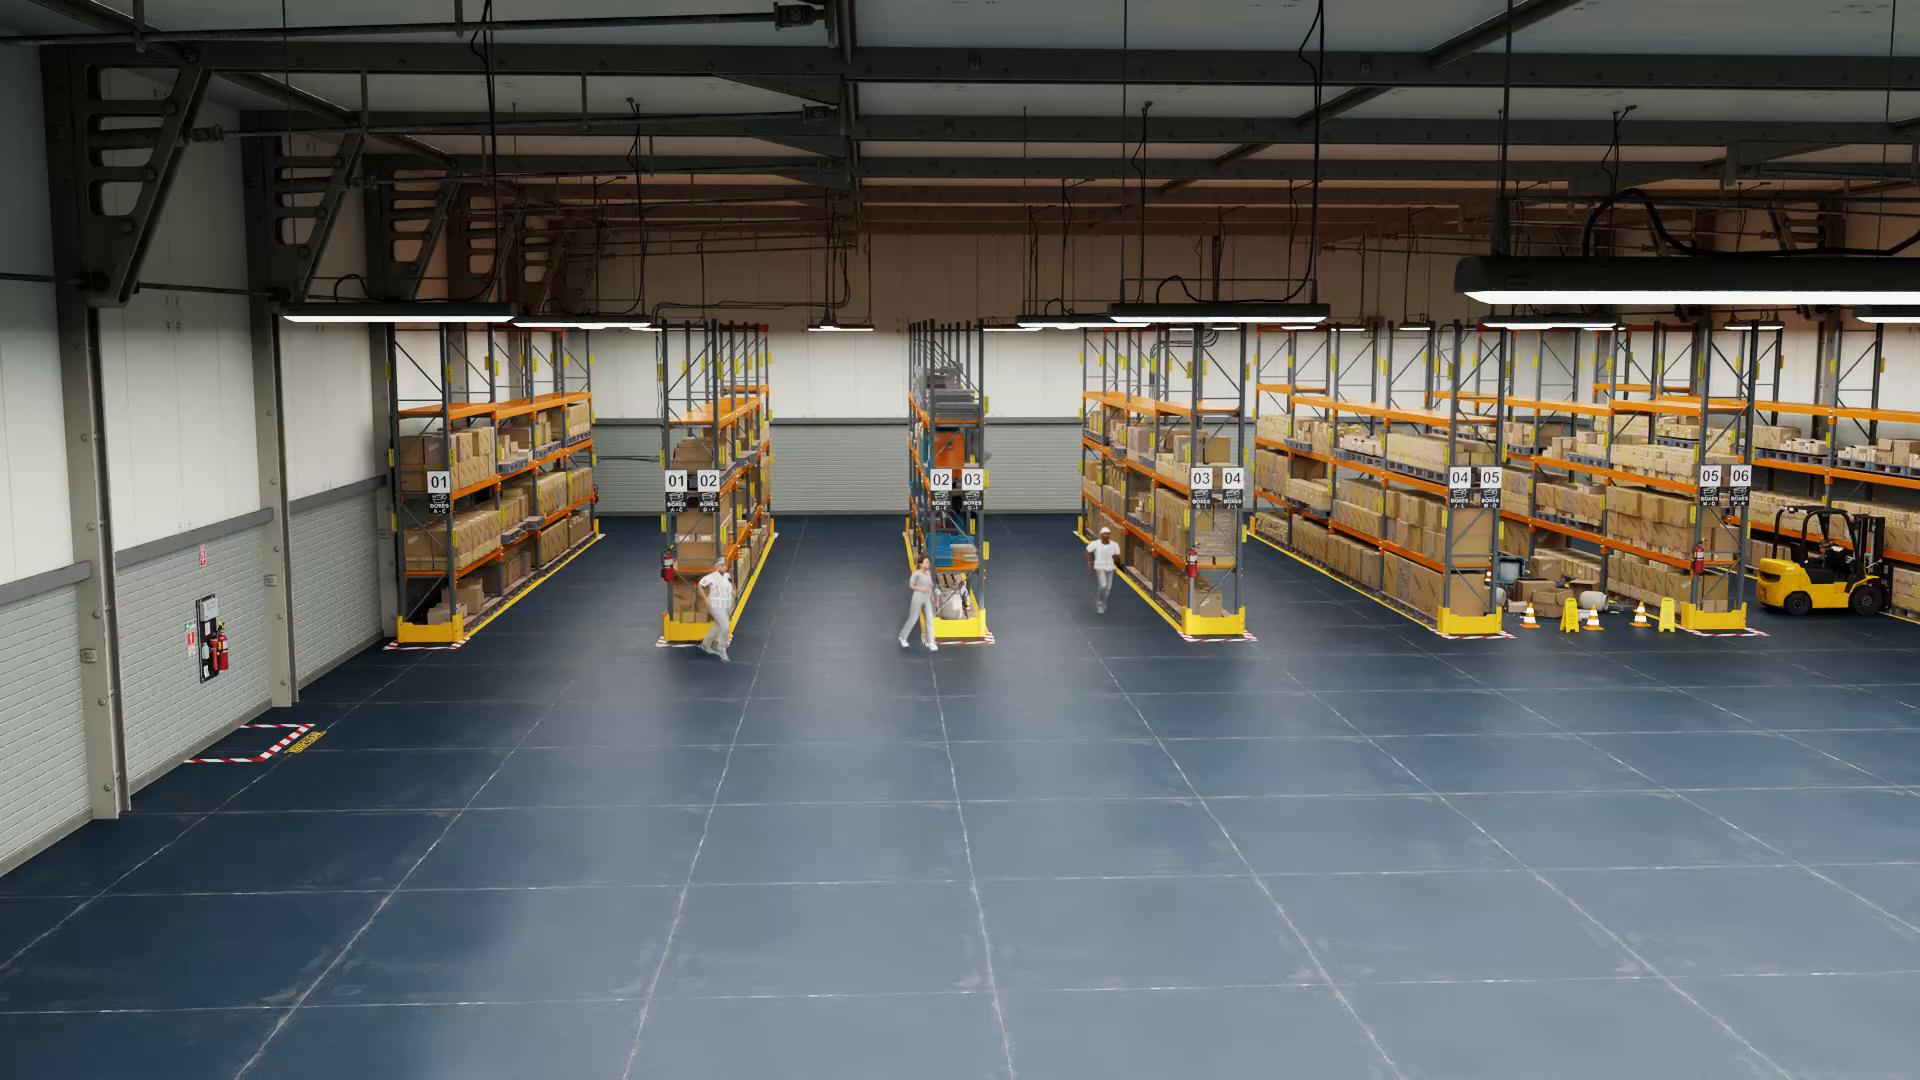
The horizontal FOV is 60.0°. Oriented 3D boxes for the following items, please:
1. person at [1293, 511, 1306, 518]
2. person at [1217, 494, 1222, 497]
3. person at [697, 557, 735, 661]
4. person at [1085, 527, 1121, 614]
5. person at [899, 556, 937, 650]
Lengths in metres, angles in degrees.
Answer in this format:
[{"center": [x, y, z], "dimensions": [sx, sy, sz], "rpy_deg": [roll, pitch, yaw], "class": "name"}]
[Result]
[{"center": [9.941, -1.133, 49.075], "dimensions": [0.629, 1.617, 0.831], "rpy_deg": [-7, 10, -42], "class": "person"}, {"center": [7.513, -1.099, 48.526], "dimensions": [0.803, 1.747, 0.751], "rpy_deg": [7, 10, 44], "class": "person"}, {"center": [-4.309, 1.209, 29.583], "dimensions": [0.744, 1.855, 0.653], "rpy_deg": [4, 8, 27], "class": "person"}, {"center": [2.977, 0.629, 34.237], "dimensions": [0.671, 1.801, 0.728], "rpy_deg": [-2, 7, -14], "class": "person"}, {"center": [-0.671, 1.125, 30.316], "dimensions": [0.595, 1.670, 0.886], "rpy_deg": [-6, 9, -41], "class": "person"}]
